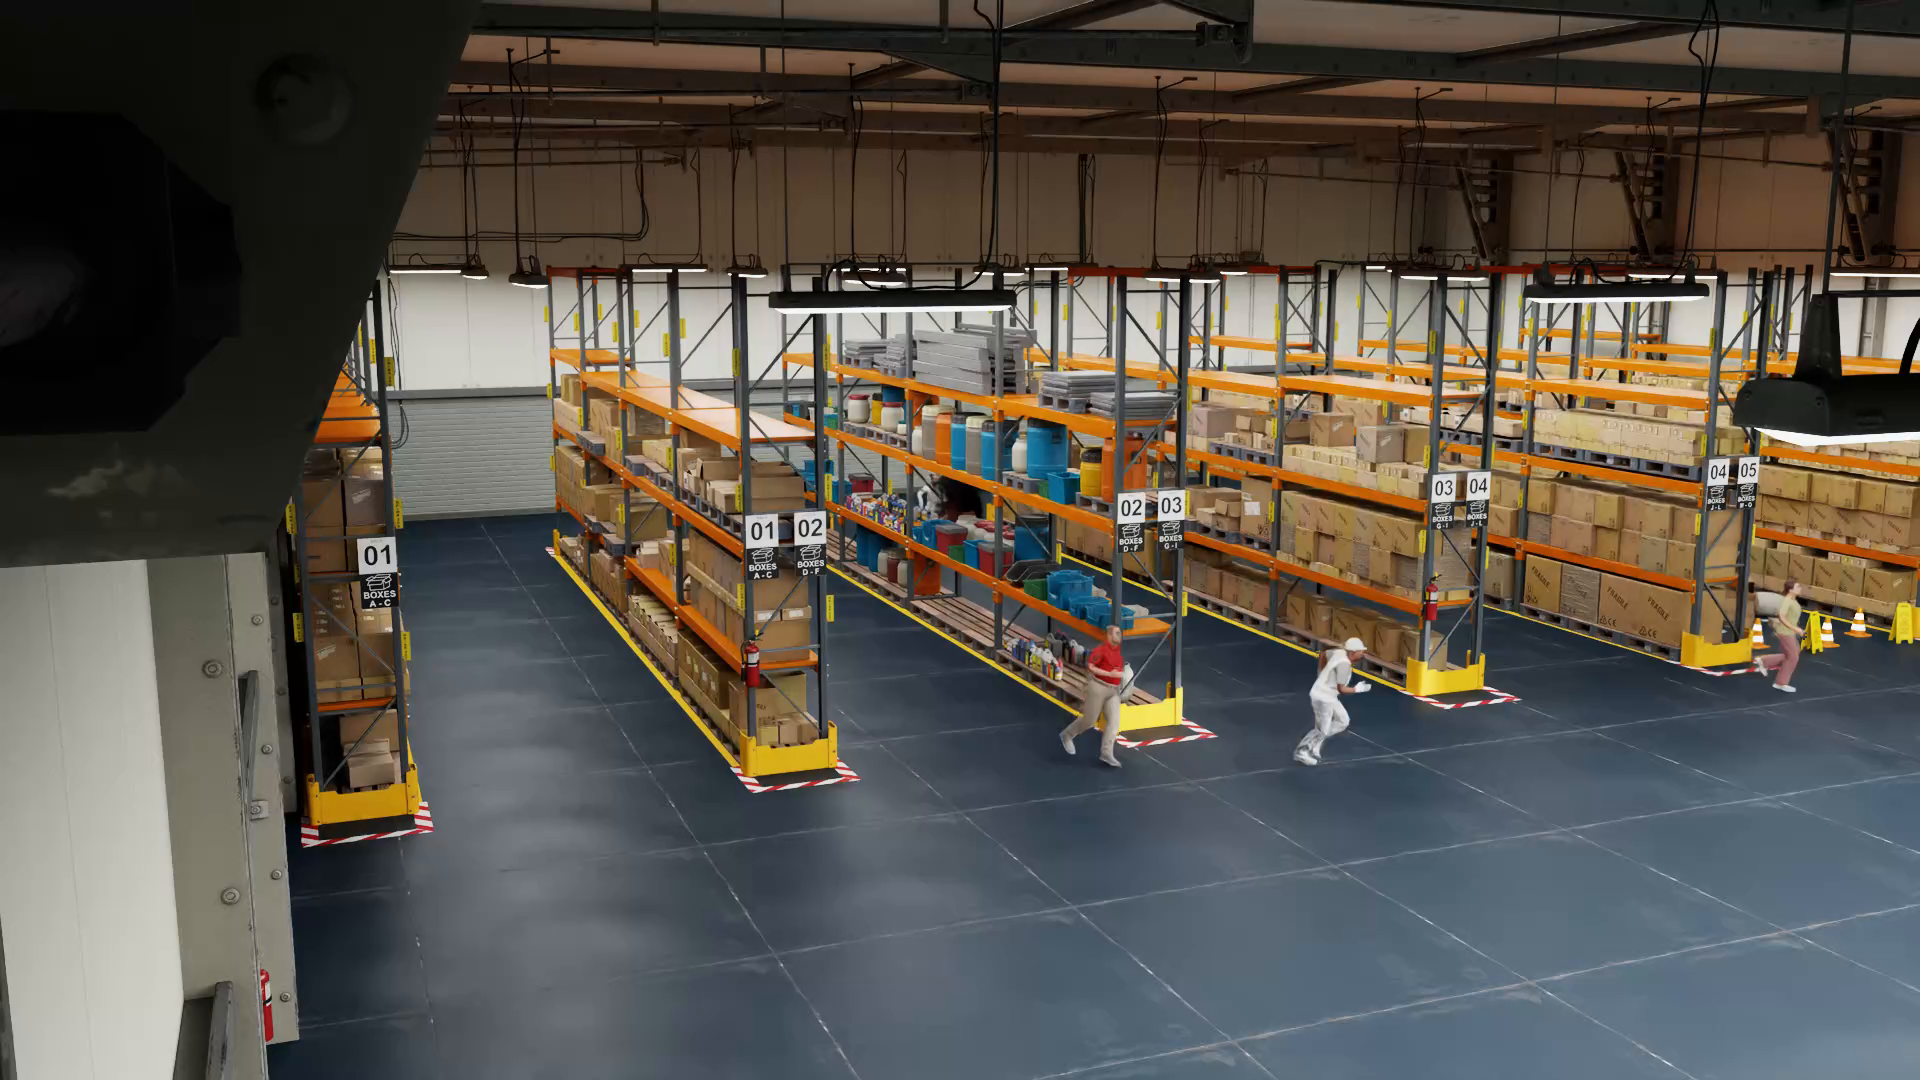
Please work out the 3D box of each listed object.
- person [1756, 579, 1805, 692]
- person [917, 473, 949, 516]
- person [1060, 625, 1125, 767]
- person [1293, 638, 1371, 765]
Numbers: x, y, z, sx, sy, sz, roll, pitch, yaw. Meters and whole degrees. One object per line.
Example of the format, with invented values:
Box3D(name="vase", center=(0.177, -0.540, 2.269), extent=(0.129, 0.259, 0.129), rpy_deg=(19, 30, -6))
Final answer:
Box3D(name="person", center=(11.945, 1.365, 24.172), extent=(0.635, 1.648, 0.600), rpy_deg=(7, 12, 34))
Box3D(name="person", center=(-0.532, -0.580, 35.107), extent=(0.575, 1.741, 0.804), rpy_deg=(-6, 11, -30))
Box3D(name="person", center=(1.801, 1.907, 20.883), extent=(0.941, 1.704, 0.691), rpy_deg=(10, 14, 44))
Box3D(name="person", center=(4.617, 1.981, 20.613), extent=(0.910, 1.615, 0.713), rpy_deg=(2, 10, 11))
